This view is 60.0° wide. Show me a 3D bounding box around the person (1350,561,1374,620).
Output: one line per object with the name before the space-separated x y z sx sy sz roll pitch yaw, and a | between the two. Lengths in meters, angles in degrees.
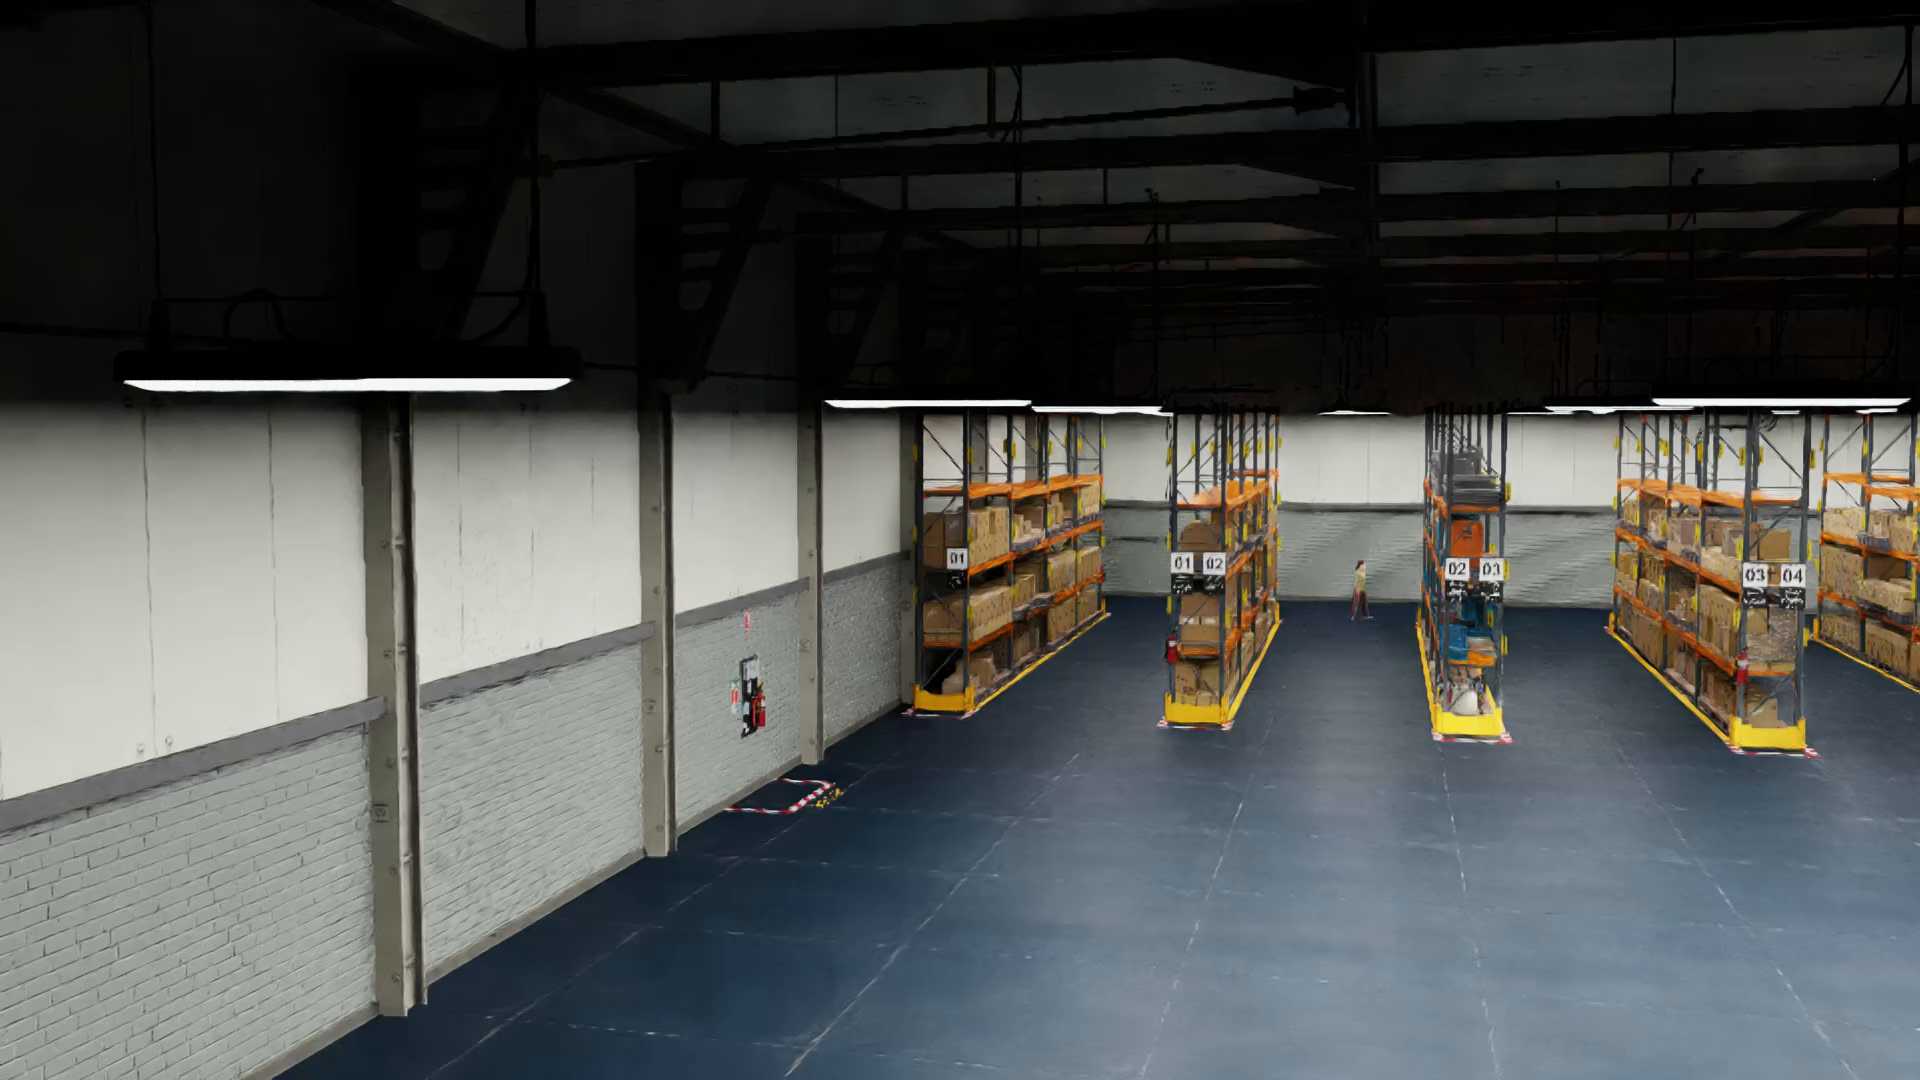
person | 11.330 1.407 46.984 0.497 1.667 0.652 4 6 45
